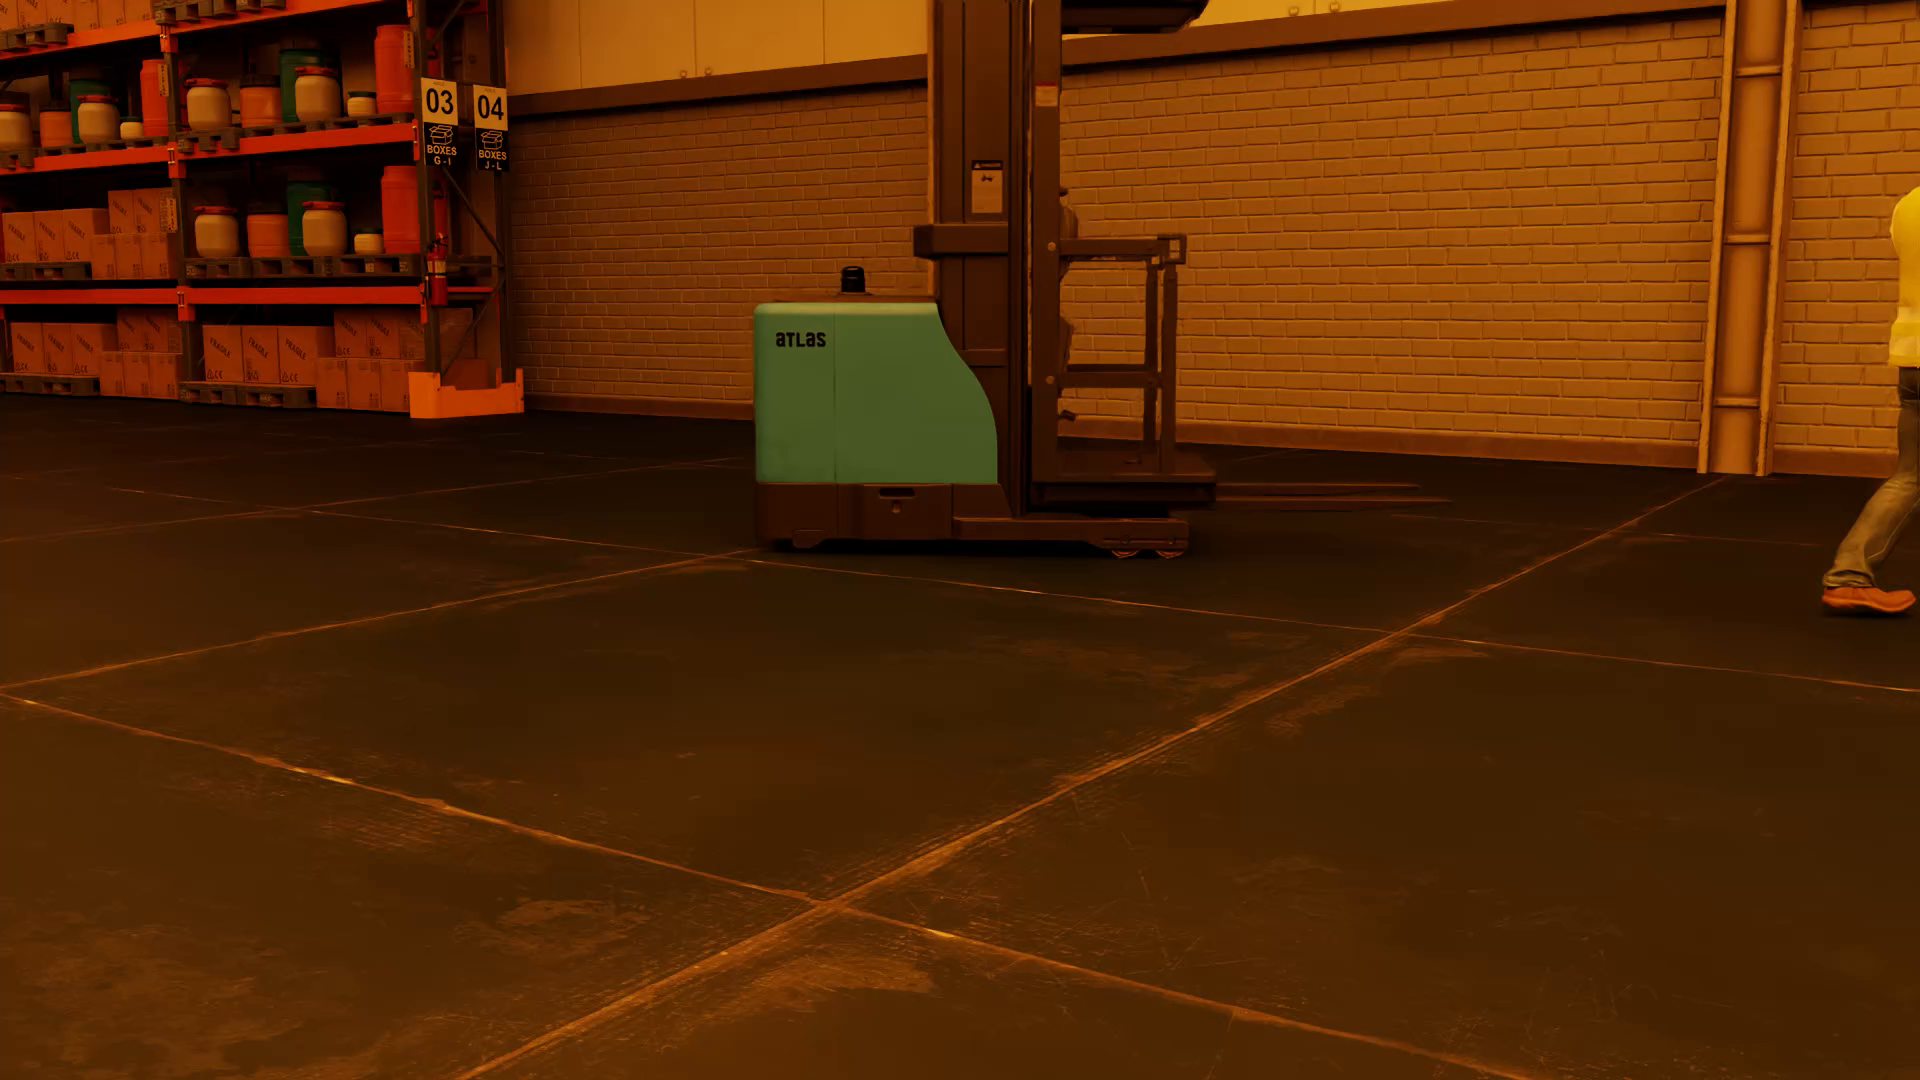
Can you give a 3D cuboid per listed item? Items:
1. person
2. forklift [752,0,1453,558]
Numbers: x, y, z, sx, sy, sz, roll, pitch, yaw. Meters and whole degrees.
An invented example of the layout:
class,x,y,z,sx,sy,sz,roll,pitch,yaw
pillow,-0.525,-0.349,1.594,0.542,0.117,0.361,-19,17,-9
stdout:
class,x,y,z,sx,sy,sz,roll,pitch,yaw
person,3.349,-0.574,5.496,0.765,1.745,1.020,1,8,8
forklift,0.632,-1.451,7.397,3.031,2.935,1.130,0,8,2
